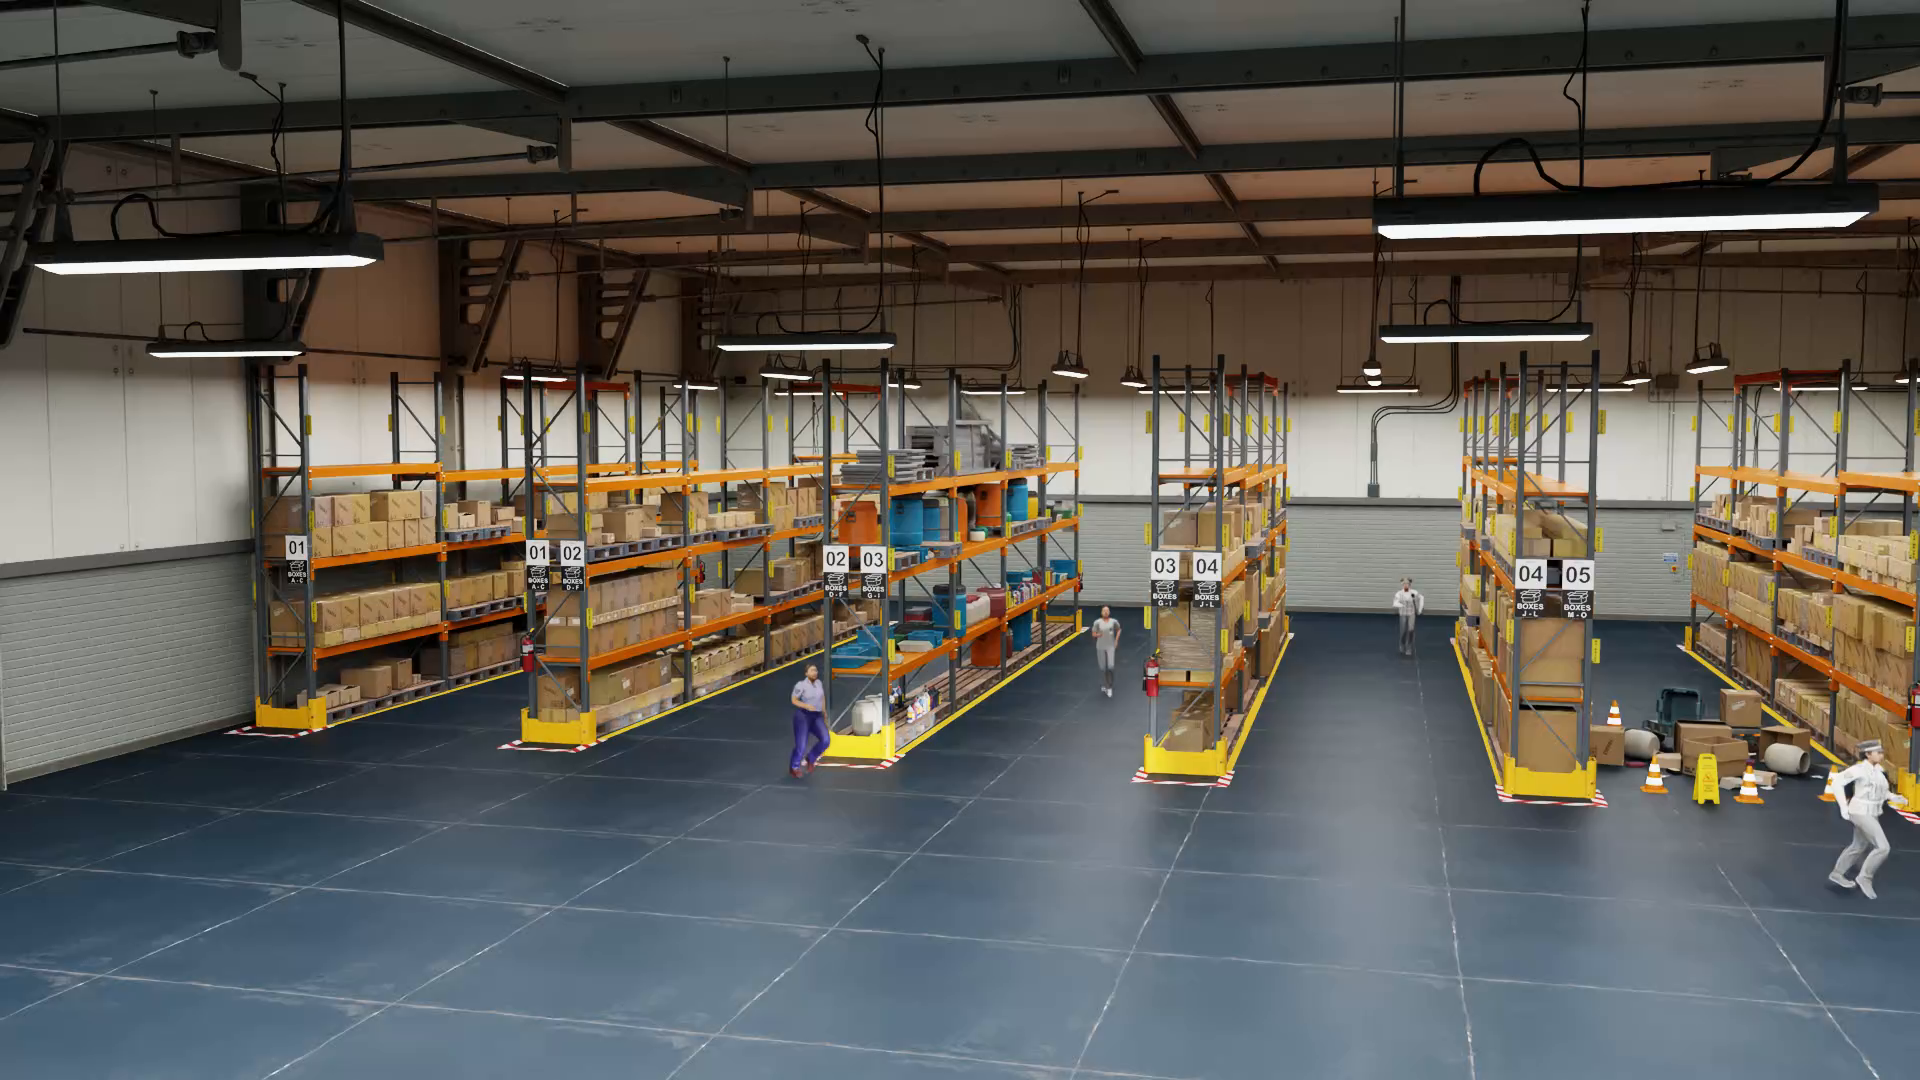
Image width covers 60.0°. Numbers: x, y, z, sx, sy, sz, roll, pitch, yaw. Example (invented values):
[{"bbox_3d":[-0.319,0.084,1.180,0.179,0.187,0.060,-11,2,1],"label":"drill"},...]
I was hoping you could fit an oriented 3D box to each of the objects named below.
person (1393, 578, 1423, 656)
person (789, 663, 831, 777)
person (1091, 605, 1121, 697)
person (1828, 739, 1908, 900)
[{"bbox_3d":[9.757,1.660,36.212,0.623,1.705,0.851,1,4,18],"label":"person"},{"bbox_3d":[-2.100,2.563,23.718,0.668,1.608,0.618,-3,5,-41],"label":"person"},{"bbox_3d":[2.707,2.048,30.794,0.544,1.708,0.691,0,4,6],"label":"person"},{"bbox_3d":[9.629,2.946,17.649,0.572,1.713,0.784,-3,5,-37],"label":"person"}]
